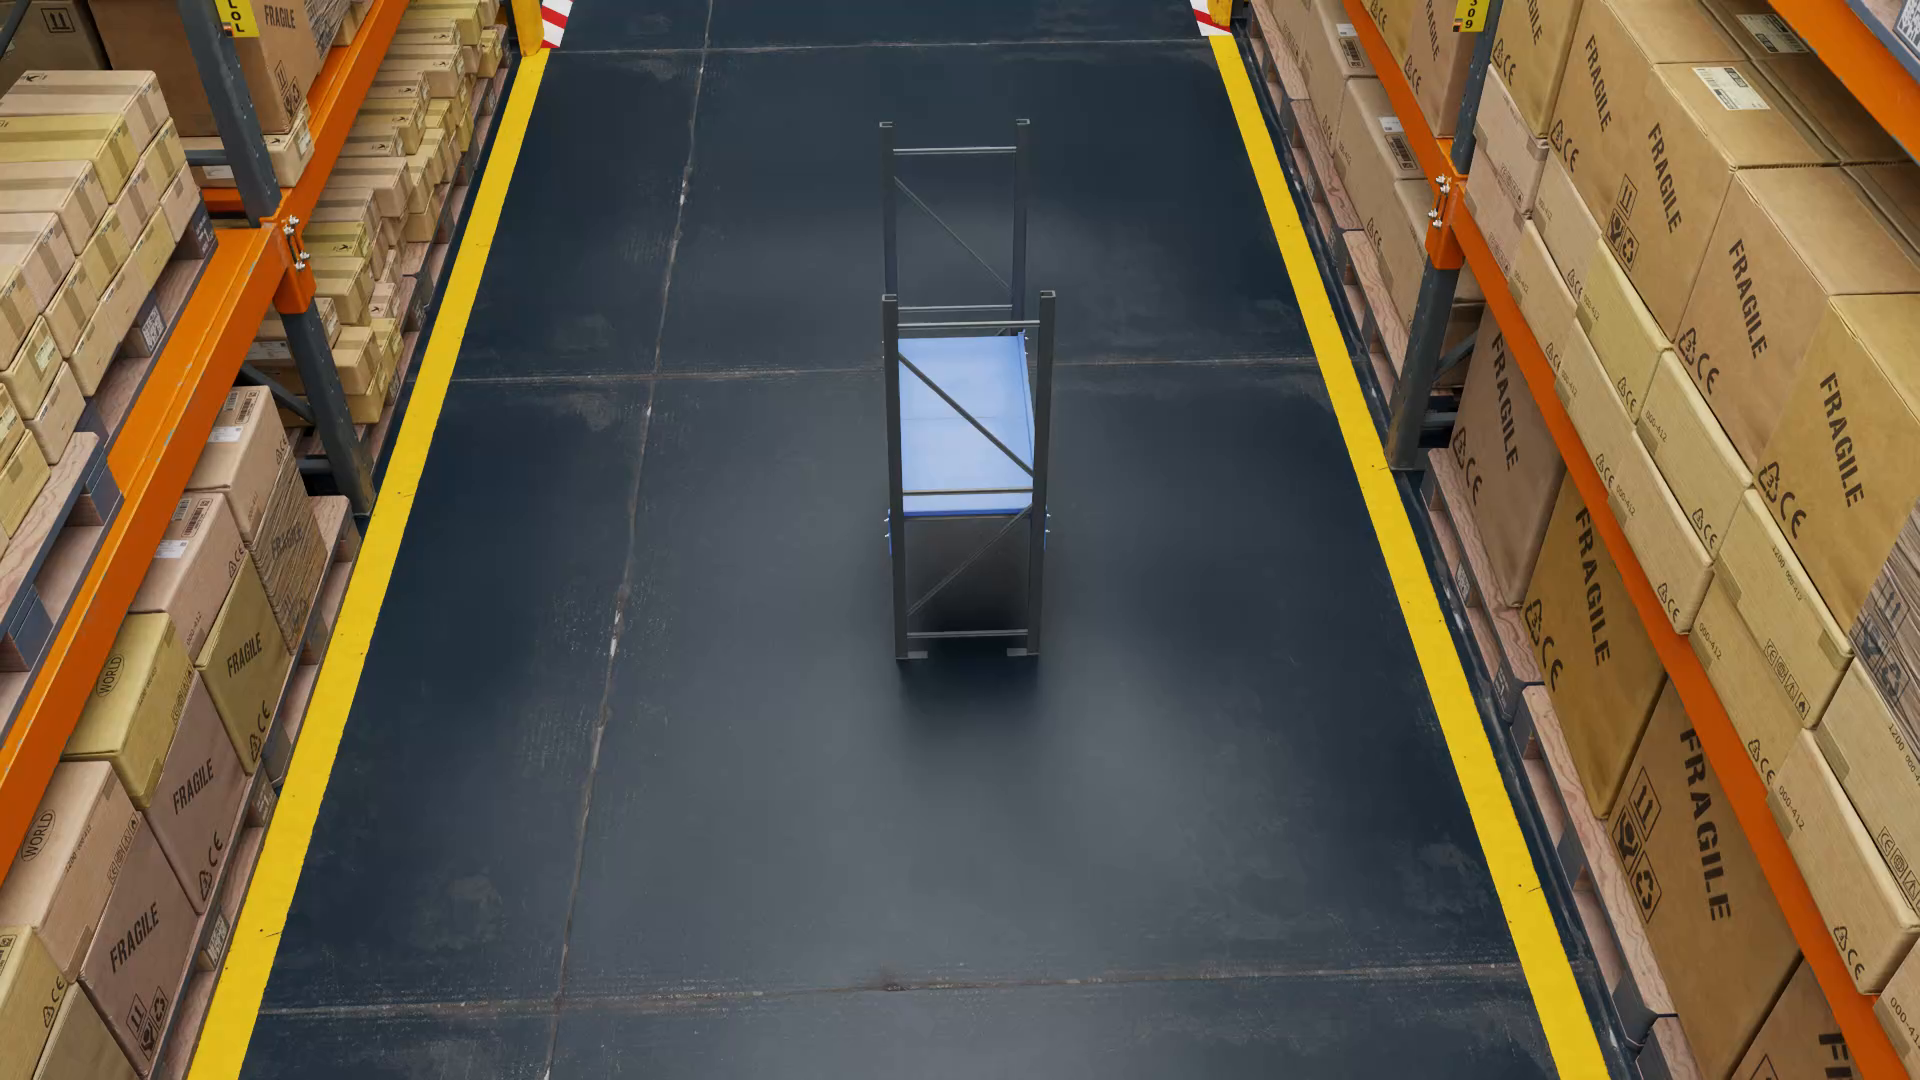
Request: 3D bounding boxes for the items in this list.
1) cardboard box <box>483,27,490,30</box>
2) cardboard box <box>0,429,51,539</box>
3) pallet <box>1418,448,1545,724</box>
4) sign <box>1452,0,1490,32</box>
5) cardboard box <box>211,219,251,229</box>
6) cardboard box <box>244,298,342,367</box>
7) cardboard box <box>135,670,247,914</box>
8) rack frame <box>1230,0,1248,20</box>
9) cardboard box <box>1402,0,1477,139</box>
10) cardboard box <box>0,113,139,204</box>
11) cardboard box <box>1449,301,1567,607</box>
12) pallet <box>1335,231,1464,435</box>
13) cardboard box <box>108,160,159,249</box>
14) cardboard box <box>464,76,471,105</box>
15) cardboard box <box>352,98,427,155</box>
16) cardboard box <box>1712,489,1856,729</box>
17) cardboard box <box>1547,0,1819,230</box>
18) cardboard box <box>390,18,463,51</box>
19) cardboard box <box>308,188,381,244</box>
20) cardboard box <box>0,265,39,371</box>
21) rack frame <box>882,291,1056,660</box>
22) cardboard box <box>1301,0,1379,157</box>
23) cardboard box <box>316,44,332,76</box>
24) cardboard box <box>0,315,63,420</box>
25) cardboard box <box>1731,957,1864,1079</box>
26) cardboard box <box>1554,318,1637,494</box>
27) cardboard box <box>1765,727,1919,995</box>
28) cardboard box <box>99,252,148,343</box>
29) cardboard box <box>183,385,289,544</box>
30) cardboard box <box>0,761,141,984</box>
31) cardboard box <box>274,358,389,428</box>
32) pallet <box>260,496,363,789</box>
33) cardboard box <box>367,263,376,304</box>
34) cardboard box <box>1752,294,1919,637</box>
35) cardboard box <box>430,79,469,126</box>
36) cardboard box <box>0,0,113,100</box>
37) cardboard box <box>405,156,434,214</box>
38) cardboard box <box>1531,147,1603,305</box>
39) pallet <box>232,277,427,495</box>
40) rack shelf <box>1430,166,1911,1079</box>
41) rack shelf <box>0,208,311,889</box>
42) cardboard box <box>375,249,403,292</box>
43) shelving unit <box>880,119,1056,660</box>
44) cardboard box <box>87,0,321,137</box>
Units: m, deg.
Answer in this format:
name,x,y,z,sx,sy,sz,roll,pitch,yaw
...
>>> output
name,x,y,z,sx,sy,sz,roll,pitch,yaw
cardboard box,-2.691,-2.673,8.745,0.380,0.149,0.250,-1,43,-1
cardboard box,-2.479,-0.138,4.056,0.380,0.149,0.250,0,43,0
pallet,2.298,0.118,5.965,1.003,0.211,1.213,-2,43,-2
sign,1.635,-1.760,5.250,0.100,0.325,0.005,-2,43,-2
cardboard box,-3.028,-1.290,6.797,0.380,0.149,0.250,0,43,0
cardboard box,-2.559,-0.780,6.239,0.380,0.149,0.250,0,43,0
cardboard box,-2.430,0.734,4.769,0.500,0.500,0.500,-3,43,-3
rack frame,2.020,-4.129,8.534,1.000,3.000,0.127,-2,43,-2
cardboard box,1.915,-1.771,5.888,0.500,0.500,0.500,-1,43,-1
cardboard box,-2.527,-1.053,4.613,0.380,0.149,0.250,-3,43,-3
cardboard box,2.296,-0.384,5.710,0.875,0.875,0.875,0,43,0
pallet,2.235,-0.916,7.093,1.003,0.211,1.213,-2,43,-2
cardboard box,-2.525,-0.949,4.720,0.380,0.149,0.250,-1,43,-2
cardboard box,-2.630,-2.155,8.180,0.380,0.149,0.250,-1,43,-1
cardboard box,-2.600,-1.835,7.391,0.380,0.149,0.250,-1,43,-2
cardboard box,2.017,0.132,3.627,0.500,0.250,0.500,-3,43,-3
cardboard box,1.970,-1.186,4.510,0.500,0.500,0.500,-2,43,-2
cardboard box,-2.607,-2.372,7.977,0.380,0.149,0.250,-3,43,-4
cardboard box,-2.606,-1.312,6.820,0.380,0.149,0.250,-3,43,-3
cardboard box,-2.500,-0.535,4.049,0.380,0.149,0.250,-3,43,-3
rack frame,0.025,-0.152,5.306,0.500,1.500,0.032,-2,43,-2
cardboard box,2.195,-2.279,8.101,0.875,0.438,0.875,-1,43,-1
cardboard box,-2.591,-1.860,6.246,0.380,0.149,0.250,-3,43,-4
cardboard box,-2.492,-0.421,4.145,0.380,0.149,0.250,-4,43,-4
cardboard box,2.413,1.432,3.730,0.875,0.875,0.875,-2,43,-2
cardboard box,1.974,-0.373,4.548,0.500,0.250,0.500,-2,43,-2
cardboard box,2.041,0.649,3.433,0.500,0.250,0.500,-1,43,-1
cardboard box,-2.517,-0.674,4.641,0.380,0.149,0.250,-2,43,-2
cardboard box,-2.467,-0.232,5.268,0.500,0.250,0.500,-3,43,-3
cardboard box,-2.399,0.823,4.116,0.500,0.250,0.500,-1,43,-1
cardboard box,-2.446,-0.577,6.458,0.380,0.149,0.250,-3,43,-4
pallet,-2.717,0.336,5.728,1.003,0.211,1.213,-2,43,-2
cardboard box,-2.594,-1.017,6.719,0.380,0.149,0.250,-2,43,-2
cardboard box,2.032,-0.156,3.387,0.500,0.500,0.500,-2,43,-2
cardboard box,-2.555,-2.084,7.882,0.380,0.149,0.250,-1,43,-1
cardboard box,-3.054,-1.683,5.572,0.500,0.500,0.500,-2,43,-2
cardboard box,-2.538,-1.558,7.309,0.380,0.149,0.250,-2,43,-2
cardboard box,1.977,-0.901,4.754,0.500,0.250,0.500,-1,43,-1
pallet,-2.816,-0.642,6.795,1.003,0.211,1.213,-2,43,-2
rack shelf,2.275,0.187,4.358,1.077,0.370,4.000,-2,43,-2
rack shelf,-2.667,0.397,4.129,1.077,0.370,4.000,-2,43,-2
cardboard box,-2.581,-1.093,7.021,0.380,0.149,0.250,-2,43,-3
shelving unit,0.004,-0.495,5.680,0.538,1.500,1.048,-2,43,-2
cardboard box,-2.521,-1.706,5.597,0.500,0.500,0.500,-2,43,-3
